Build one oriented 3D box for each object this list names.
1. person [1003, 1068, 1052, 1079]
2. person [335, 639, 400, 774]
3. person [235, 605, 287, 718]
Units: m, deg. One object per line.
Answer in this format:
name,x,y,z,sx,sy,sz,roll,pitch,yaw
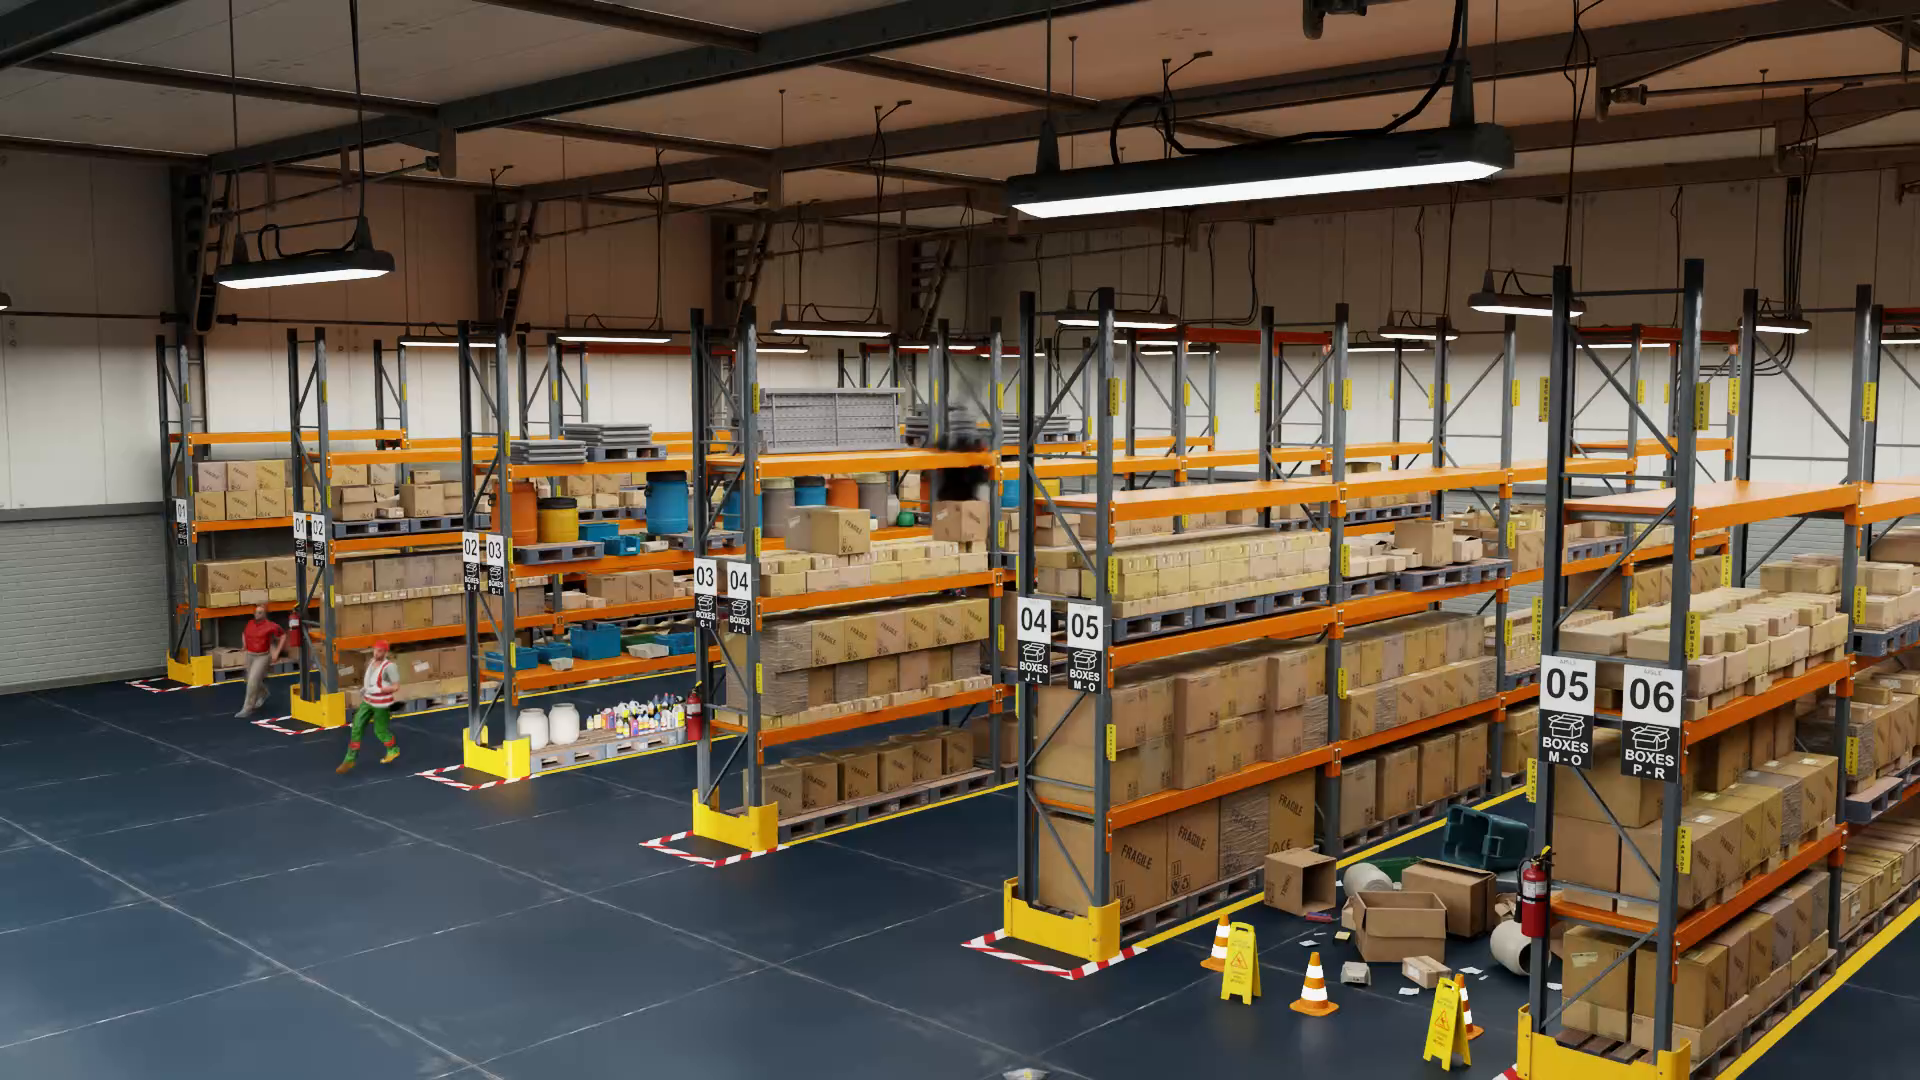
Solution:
person,0.353,3.522,8.298,0.644,1.788,0.647,0,5,4
person,-7.764,2.190,22.140,0.697,1.739,0.961,3,6,26
person,-10.940,1.864,26.014,0.736,1.718,0.909,2,6,18
